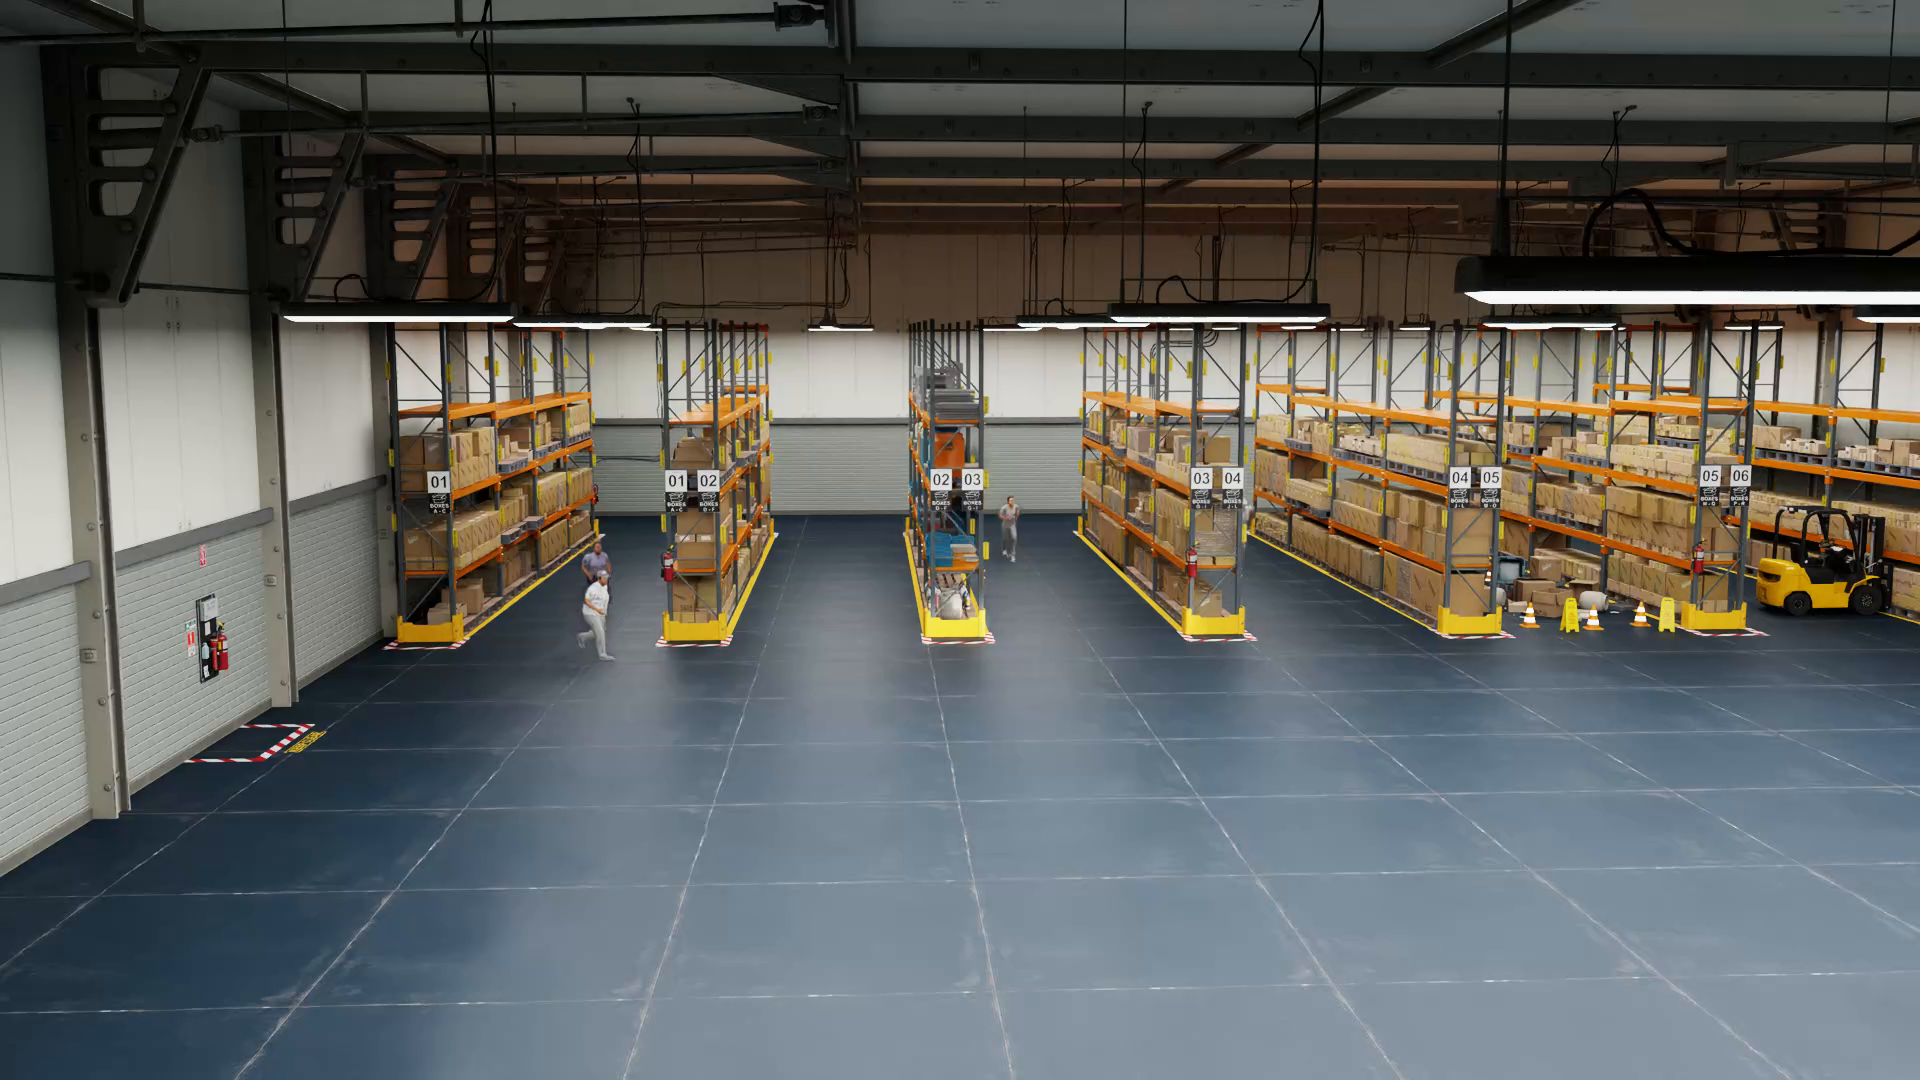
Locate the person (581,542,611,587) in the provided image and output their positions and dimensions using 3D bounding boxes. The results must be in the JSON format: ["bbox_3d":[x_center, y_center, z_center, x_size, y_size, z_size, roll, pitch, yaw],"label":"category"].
[{"bbox_3d":[-7.359,0.801,33.640,0.607,1.581,0.587,-3,8,-24],"label":"person"}]

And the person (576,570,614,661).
[{"bbox_3d":[-6.477,1.326,29.290,0.806,1.615,0.596,3,8,25],"label":"person"}]

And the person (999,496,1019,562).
[{"bbox_3d":[1.229,-0.314,42.357,0.574,1.670,1.035,-1,7,-11],"label":"person"}]

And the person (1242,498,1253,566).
[{"bbox_3d":[6.974,-0.240,41.694,0.745,1.713,1.052,-2,7,-14],"label":"person"}]
